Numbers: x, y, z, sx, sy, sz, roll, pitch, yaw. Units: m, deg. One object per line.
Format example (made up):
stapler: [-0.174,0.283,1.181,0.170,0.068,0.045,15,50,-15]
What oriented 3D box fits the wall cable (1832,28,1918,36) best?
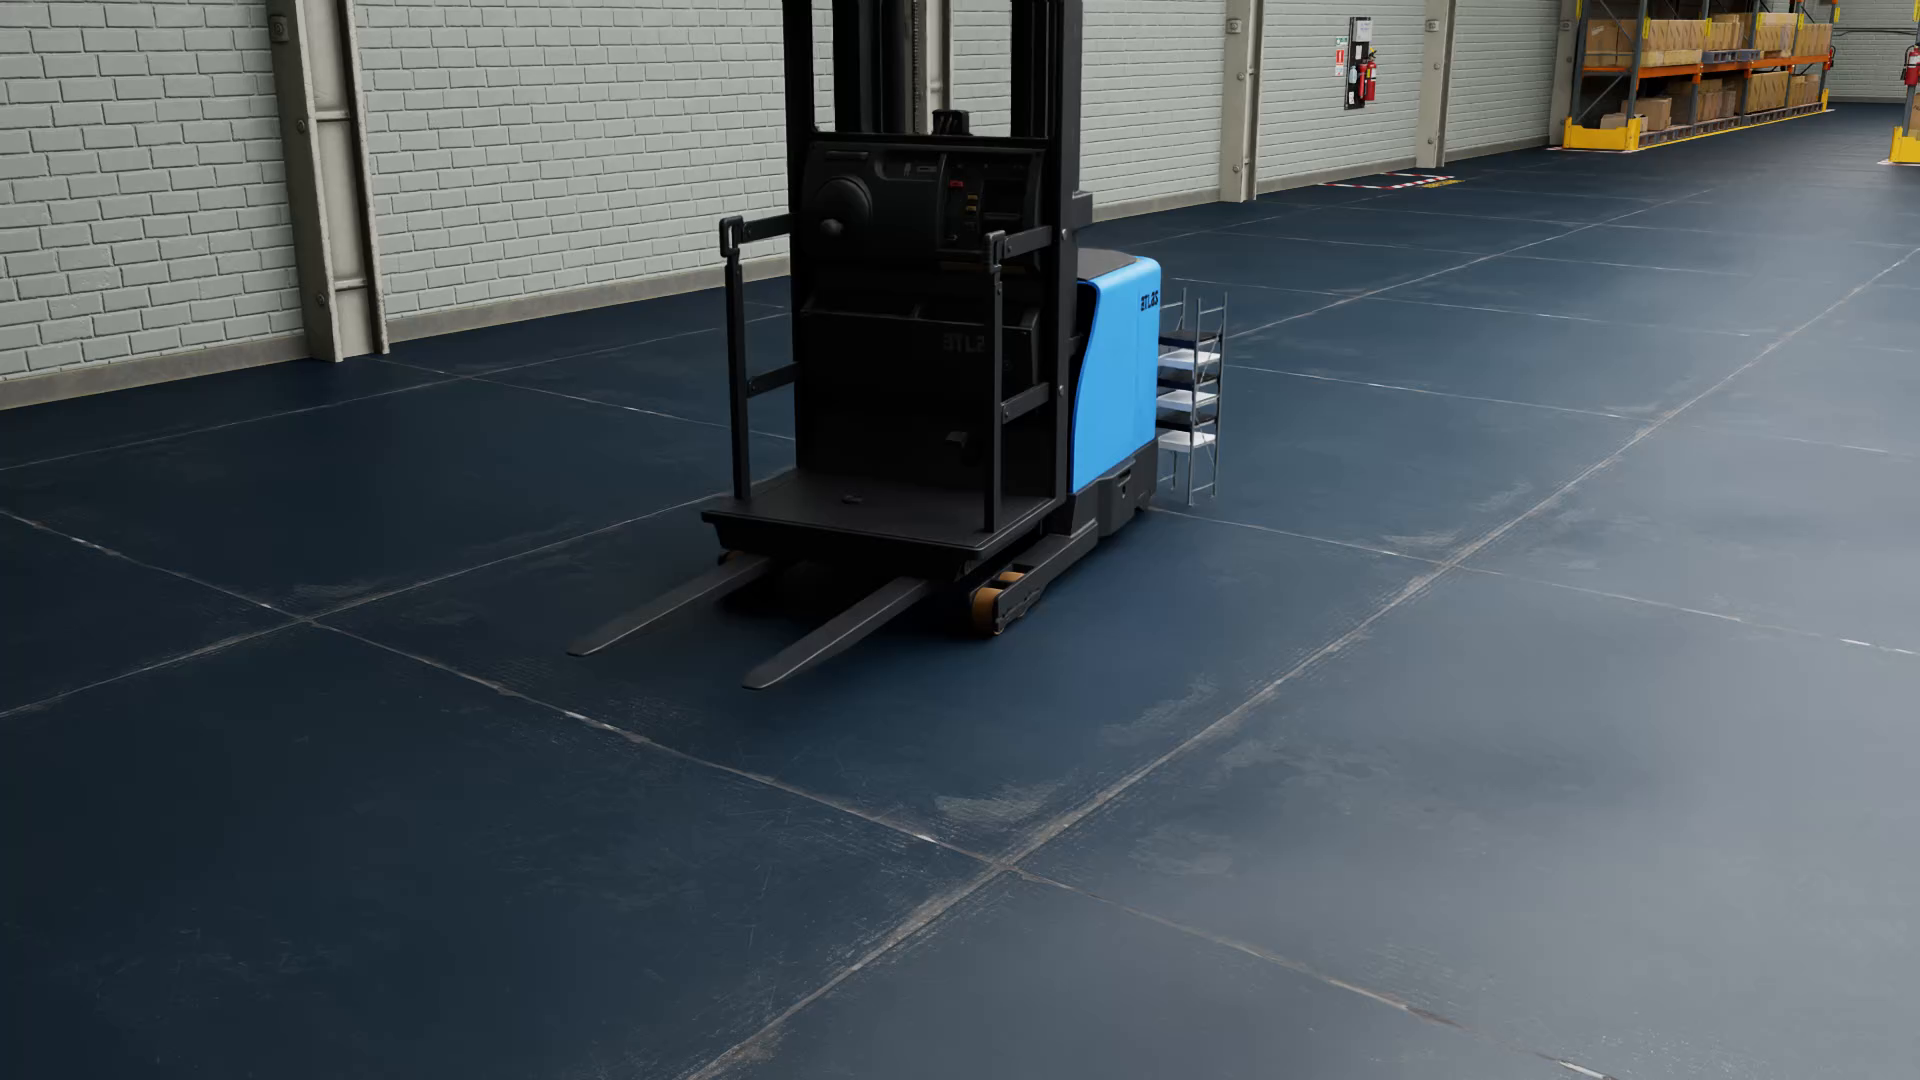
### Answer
wall cable: [23.900,-14.479,43.432,3.097,2.526,0.112,12,21,35]

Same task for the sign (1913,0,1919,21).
sign: [14.263,-7.893,24.752,0.100,0.325,0.005,12,21,35]

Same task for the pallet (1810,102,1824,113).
pallet: [19.830,-10.277,39.483,1.003,0.211,1.213,12,21,35]

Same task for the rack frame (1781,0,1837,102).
rack frame: [20.243,-11.813,39.727,1.000,3.000,0.127,12,21,35]

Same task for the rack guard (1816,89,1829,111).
rack guard: [20.258,-10.625,40.116,1.175,0.500,0.348,12,21,35]

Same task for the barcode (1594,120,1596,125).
barcode: [10.884,-7.157,28.508,0.001,0.075,0.075,12,21,35]

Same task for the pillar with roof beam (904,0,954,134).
pillar with roof beam: [3.165,-6.139,11.339,9.100,9.000,0.400,12,21,35]

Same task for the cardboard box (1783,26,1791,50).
cardboard box: [17.491,-10.782,35.703,0.500,0.500,0.500,13,21,35]

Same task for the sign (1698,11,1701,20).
sign: [15.029,-10.558,33.733,0.100,0.325,0.005,12,21,35]

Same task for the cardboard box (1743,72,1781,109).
cardboard box: [17.050,-9.644,35.659,0.750,0.750,0.750,13,22,36]

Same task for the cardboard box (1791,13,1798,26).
cardboard box: [17.787,-11.262,35.982,0.500,0.250,0.500,13,22,36]

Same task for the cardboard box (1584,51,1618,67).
cardboard box: [10.833,-8.086,27.943,0.500,0.250,0.500,13,21,35]

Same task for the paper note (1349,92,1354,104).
paper note: [5.193,-5.860,22.043,0.016,0.148,0.142,12,21,35]

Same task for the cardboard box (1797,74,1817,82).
cardboard box: [19.825,-10.822,38.947,0.380,0.149,0.250,13,22,36]

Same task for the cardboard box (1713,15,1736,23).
cardboard box: [15.115,-10.309,32.878,0.380,0.149,0.250,9,19,26]

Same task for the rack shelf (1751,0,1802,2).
rack shelf: [16.668,-11.473,34.787,1.077,0.370,4.000,12,21,35]

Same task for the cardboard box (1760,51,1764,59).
cardboard box: [16.242,-9.942,34.090,0.380,0.149,0.250,13,22,36]

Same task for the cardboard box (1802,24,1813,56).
cardboard box: [18.636,-11.303,37.578,0.980,0.700,0.700,12,21,33]

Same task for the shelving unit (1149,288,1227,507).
shelving unit: [0.984,-0.621,7.215,0.210,0.900,0.258,13,21,36]

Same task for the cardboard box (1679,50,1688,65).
cardboard box: [12.464,-8.487,29.235,0.500,0.250,0.500,12,21,34]

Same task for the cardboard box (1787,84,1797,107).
cardboard box: [18.388,-10.027,37.483,0.700,0.500,0.500,13,21,35]

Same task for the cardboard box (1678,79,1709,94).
cardboard box: [14.085,-8.738,32.032,0.500,0.250,0.500,12,21,33]

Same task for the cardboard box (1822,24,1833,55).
cardboard box: [19.948,-11.833,39.285,0.980,0.700,0.700,14,22,37]

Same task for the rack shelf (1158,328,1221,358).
rack shelf: [0.985,-0.848,7.147,0.200,0.077,0.258,13,21,36]

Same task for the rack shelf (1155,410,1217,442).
rack shelf: [0.983,-0.503,7.251,0.200,0.077,0.258,13,21,36]

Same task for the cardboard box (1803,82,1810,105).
cardboard box: [19.309,-10.397,38.671,0.700,0.500,0.500,12,21,33]

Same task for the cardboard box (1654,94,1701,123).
cardboard box: [13.519,-8.150,31.403,0.700,0.500,0.500,13,22,37]

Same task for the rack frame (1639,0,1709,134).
rack frame: [13.093,-8.955,30.523,1.000,3.000,0.127,12,21,35]

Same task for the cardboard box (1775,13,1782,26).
cardboard box: [16.868,-10.899,34.813,0.500,0.250,0.500,12,21,34]

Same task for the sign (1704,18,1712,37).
sign: [13.534,-9.274,30.092,0.100,0.325,0.005,12,21,35]

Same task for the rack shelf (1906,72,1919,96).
rack shelf: [15.882,-7.261,26.280,1.077,0.370,4.000,12,21,35]

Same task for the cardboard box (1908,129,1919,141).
cardboard box: [14.773,-6.195,25.564,0.500,0.250,0.500,12,21,35]

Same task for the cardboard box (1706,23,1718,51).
cardboard box: [13.763,-9.460,31.238,0.700,0.500,0.500,15,23,40]

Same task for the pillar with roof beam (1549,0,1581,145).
pillar with roof beam: [13.890,-10.426,25.145,9.100,9.000,0.400,12,21,35]

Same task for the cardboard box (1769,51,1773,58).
cardboard box: [16.926,-10.263,35.126,0.380,0.149,0.250,13,22,36]

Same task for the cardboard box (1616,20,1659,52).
cardboard box: [11.236,-8.359,27.558,0.500,0.500,0.500,12,21,35]

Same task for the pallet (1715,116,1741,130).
pallet: [15.010,-8.390,33.406,1.003,0.211,1.213,12,21,35]

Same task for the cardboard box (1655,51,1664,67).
cardboard box: [11.554,-8.127,28.074,0.500,0.250,0.500,12,21,33]

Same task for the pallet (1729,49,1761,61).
pallet: [15.138,-9.628,33.012,1.213,0.211,1.003,12,21,35]

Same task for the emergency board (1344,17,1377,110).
emergency board: [5.354,-6.311,22.009,0.194,1.169,0.643,12,21,35]

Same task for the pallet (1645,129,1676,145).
pallet: [11.995,-7.165,29.462,1.003,0.211,1.213,12,21,35]

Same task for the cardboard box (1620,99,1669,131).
cardboard box: [12.012,-7.469,29.212,0.700,0.500,0.500,11,20,31]

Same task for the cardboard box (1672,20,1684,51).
cardboard box: [12.149,-8.722,28.727,0.500,0.500,0.500,13,22,36]

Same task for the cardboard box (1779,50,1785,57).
cardboard box: [17.454,-10.428,35.657,0.380,0.149,0.250,12,21,35]

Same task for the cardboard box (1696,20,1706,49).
cardboard box: [13.060,-9.084,29.893,0.500,0.500,0.500,12,21,35]

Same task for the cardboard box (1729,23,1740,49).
cardboard box: [14.894,-9.914,32.701,0.700,0.500,0.500,10,20,30]

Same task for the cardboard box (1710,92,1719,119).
cardboard box: [14.416,-8.518,32.588,0.700,0.500,0.500,12,21,34]

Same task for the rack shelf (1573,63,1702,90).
rack shelf: [11.902,-8.135,29.096,1.077,0.370,4.000,12,21,35]

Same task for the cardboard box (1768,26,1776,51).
cardboard box: [16.588,-10.419,34.532,0.500,0.500,0.500,12,21,34]

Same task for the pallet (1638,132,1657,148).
pallet: [11.268,-6.876,28.530,1.003,0.211,1.213,12,21,35]

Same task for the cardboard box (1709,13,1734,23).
cardboard box: [15.539,-10.619,33.913,0.500,0.250,0.500,13,22,36]

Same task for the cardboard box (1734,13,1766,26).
cardboard box: [15.972,-10.535,33.641,0.500,0.250,0.500,13,22,36]

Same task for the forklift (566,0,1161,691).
forklift: [-0.229,-1.219,5.727,1.130,2.935,3.031,8,19,24]
